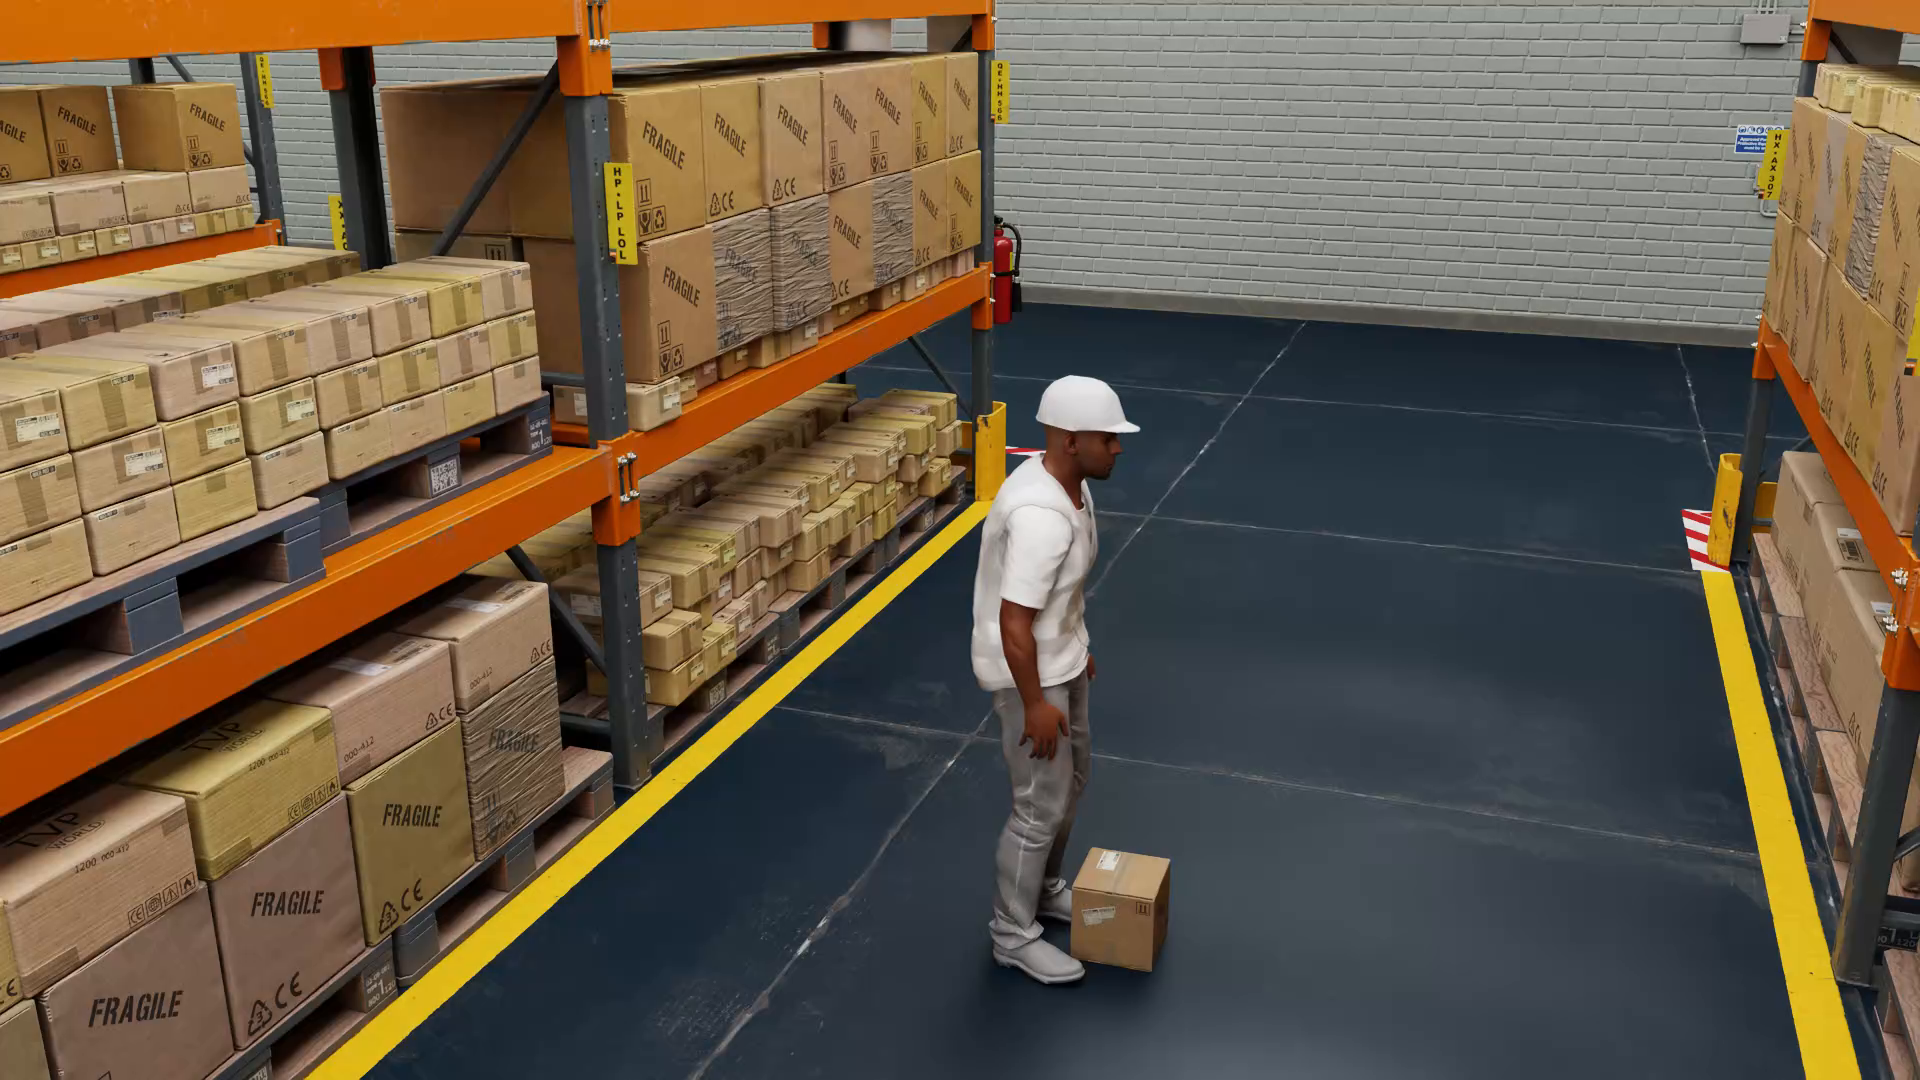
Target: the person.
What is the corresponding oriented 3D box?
[{"bbox_3d":[0.273,0.384,4.893,0.456,1.756,0.635,5,19,15],"label":"person"}]
